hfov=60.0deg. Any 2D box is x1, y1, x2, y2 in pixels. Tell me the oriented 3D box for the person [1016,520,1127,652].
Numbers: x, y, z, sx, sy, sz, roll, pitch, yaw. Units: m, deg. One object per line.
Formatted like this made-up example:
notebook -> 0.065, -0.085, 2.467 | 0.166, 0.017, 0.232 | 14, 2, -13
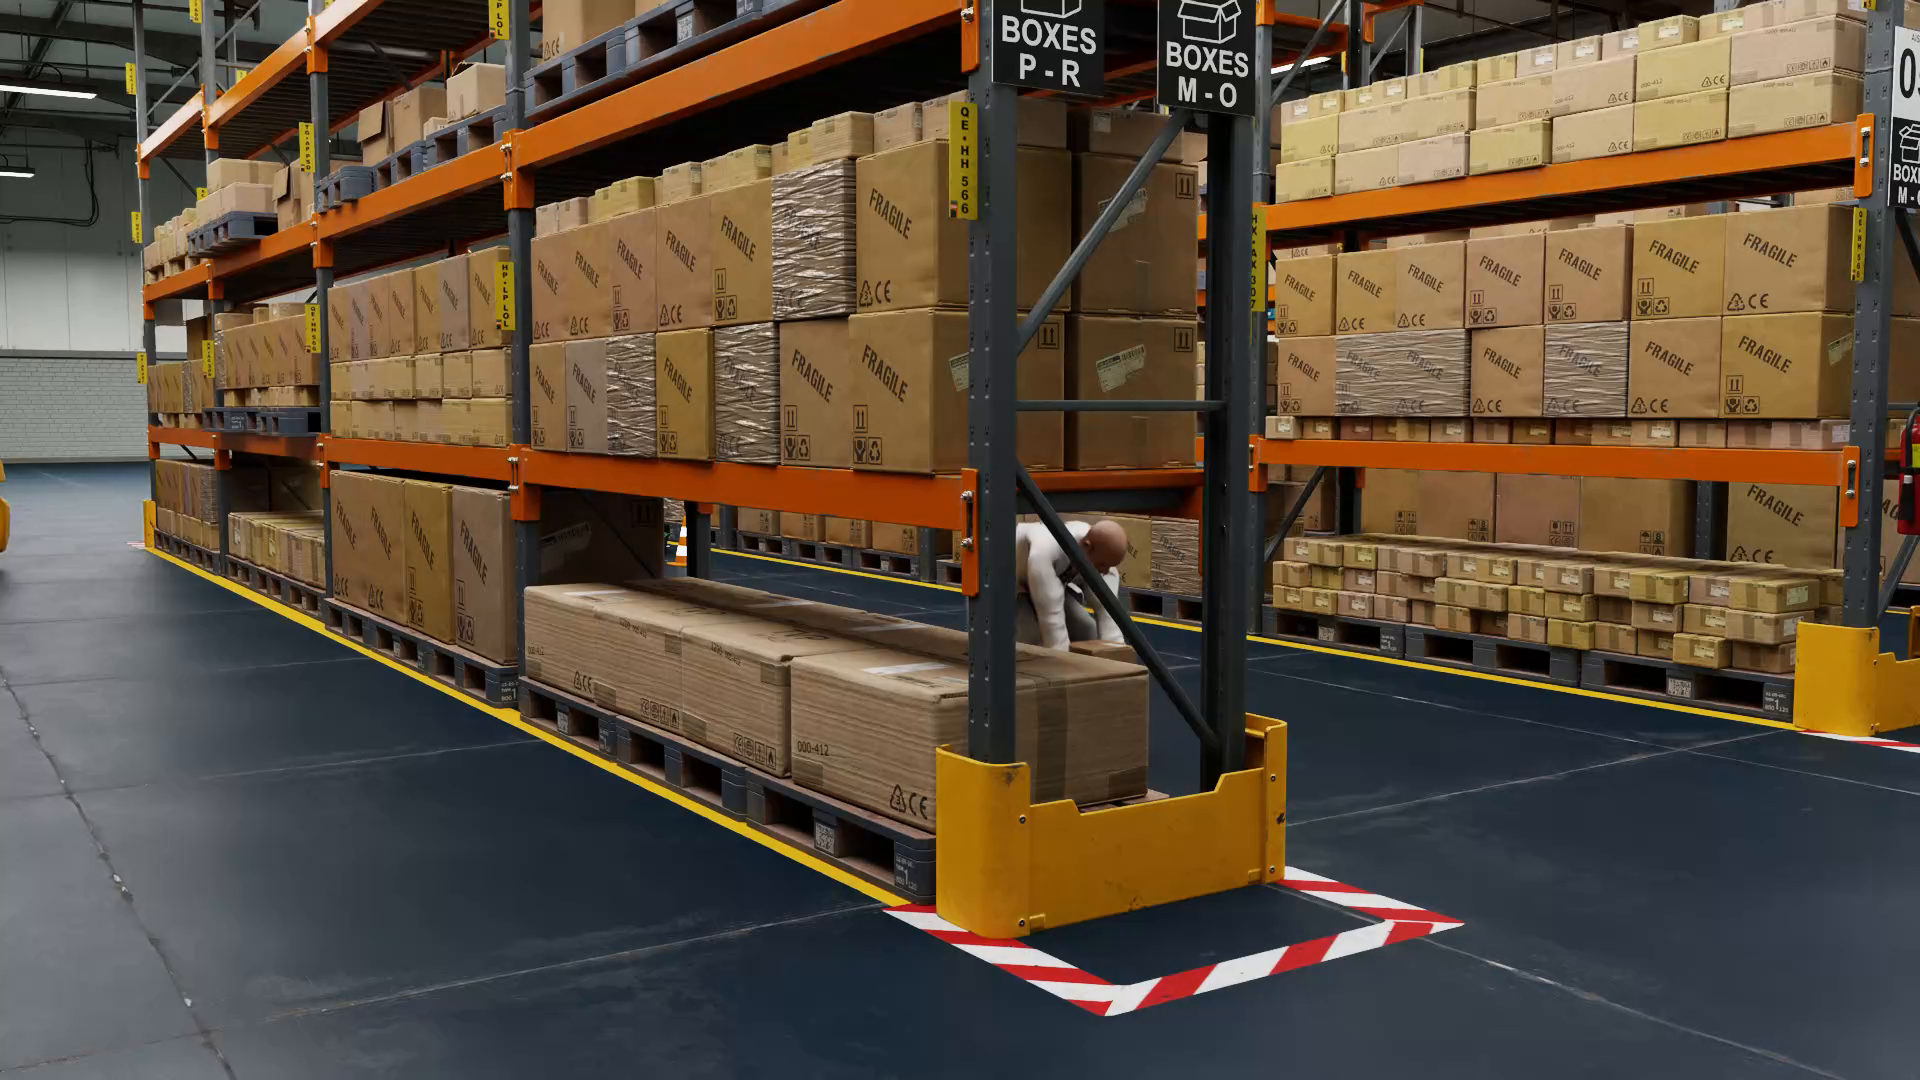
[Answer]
person -> 0.412, 0.394, 7.628 | 0.591, 1.013, 0.936 | -3, 6, -36
